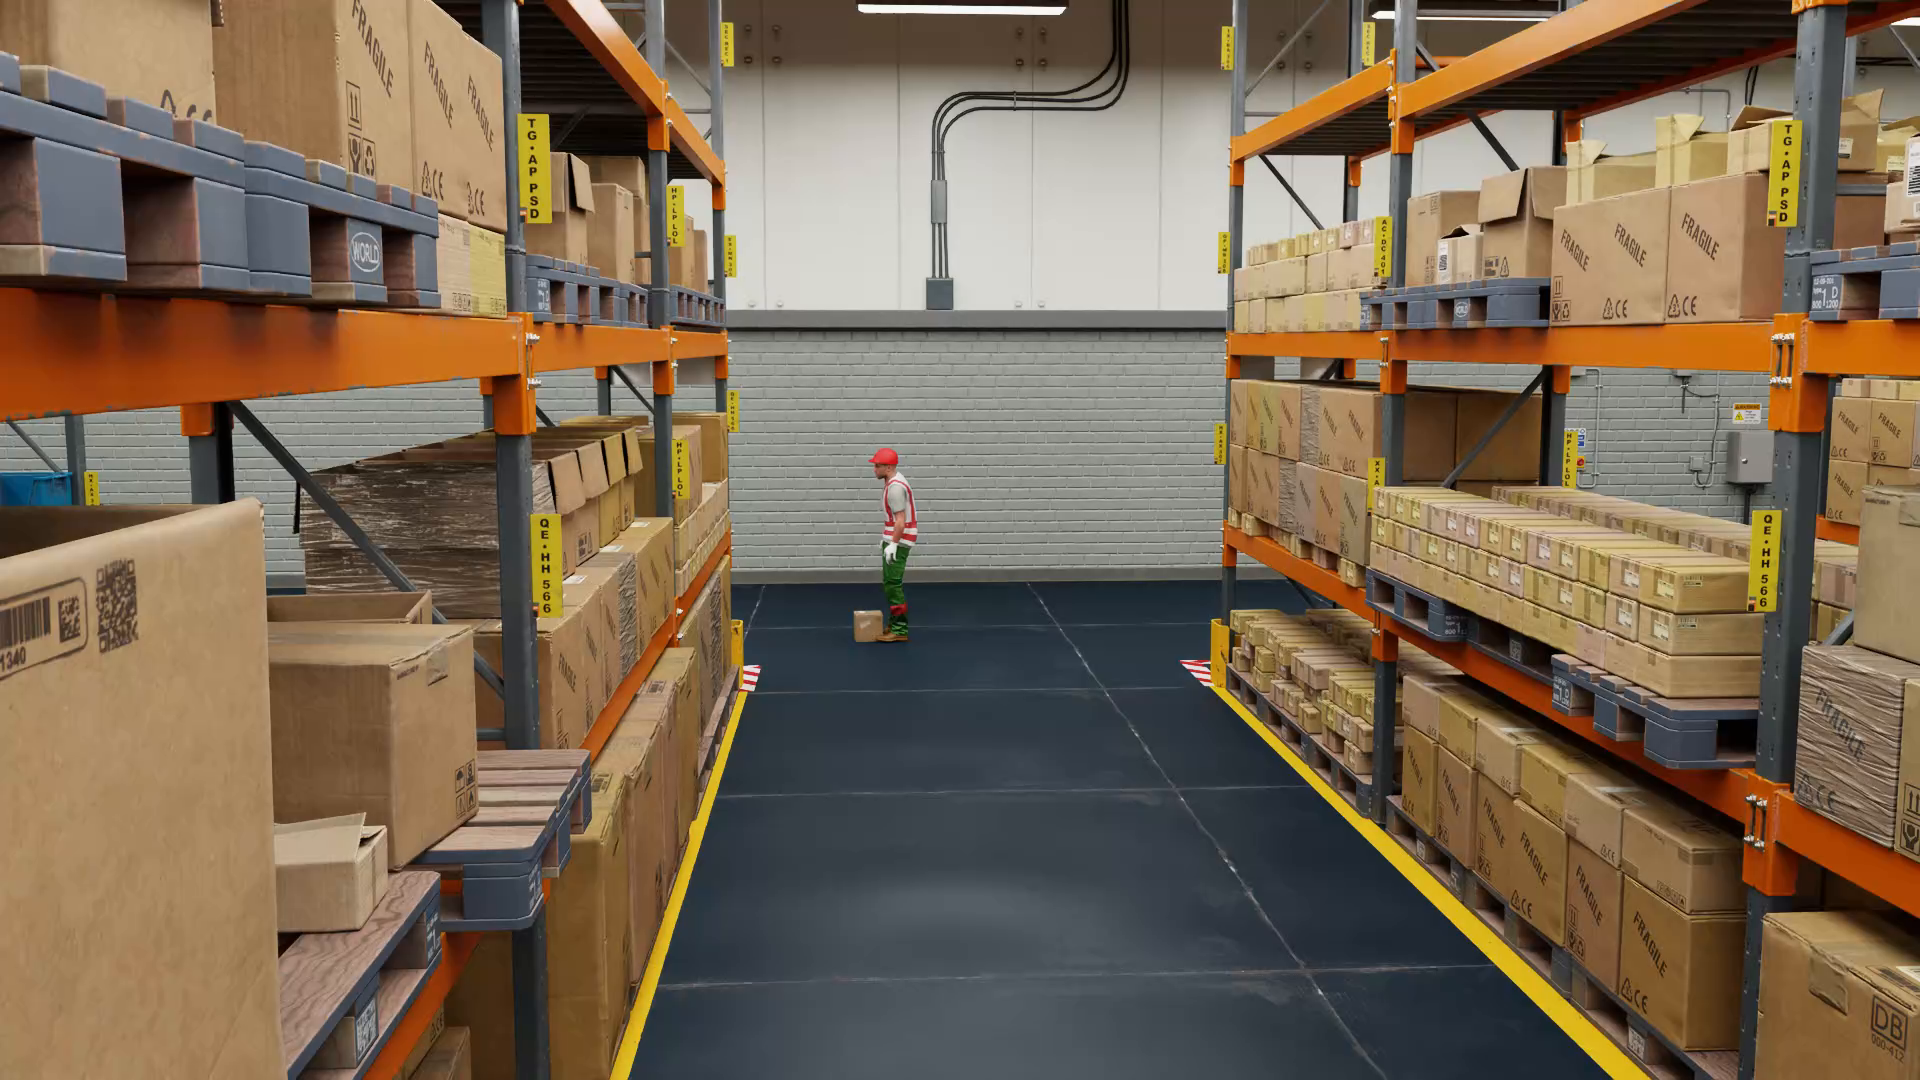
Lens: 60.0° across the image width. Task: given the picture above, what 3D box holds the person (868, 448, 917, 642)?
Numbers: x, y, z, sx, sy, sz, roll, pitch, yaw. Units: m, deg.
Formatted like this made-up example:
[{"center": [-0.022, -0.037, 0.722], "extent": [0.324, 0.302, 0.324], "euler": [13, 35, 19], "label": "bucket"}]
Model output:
[{"center": [-0.623, 0.041, 15.326], "extent": [0.447, 1.780, 0.623], "euler": [-1, 7, -6], "label": "person"}]
